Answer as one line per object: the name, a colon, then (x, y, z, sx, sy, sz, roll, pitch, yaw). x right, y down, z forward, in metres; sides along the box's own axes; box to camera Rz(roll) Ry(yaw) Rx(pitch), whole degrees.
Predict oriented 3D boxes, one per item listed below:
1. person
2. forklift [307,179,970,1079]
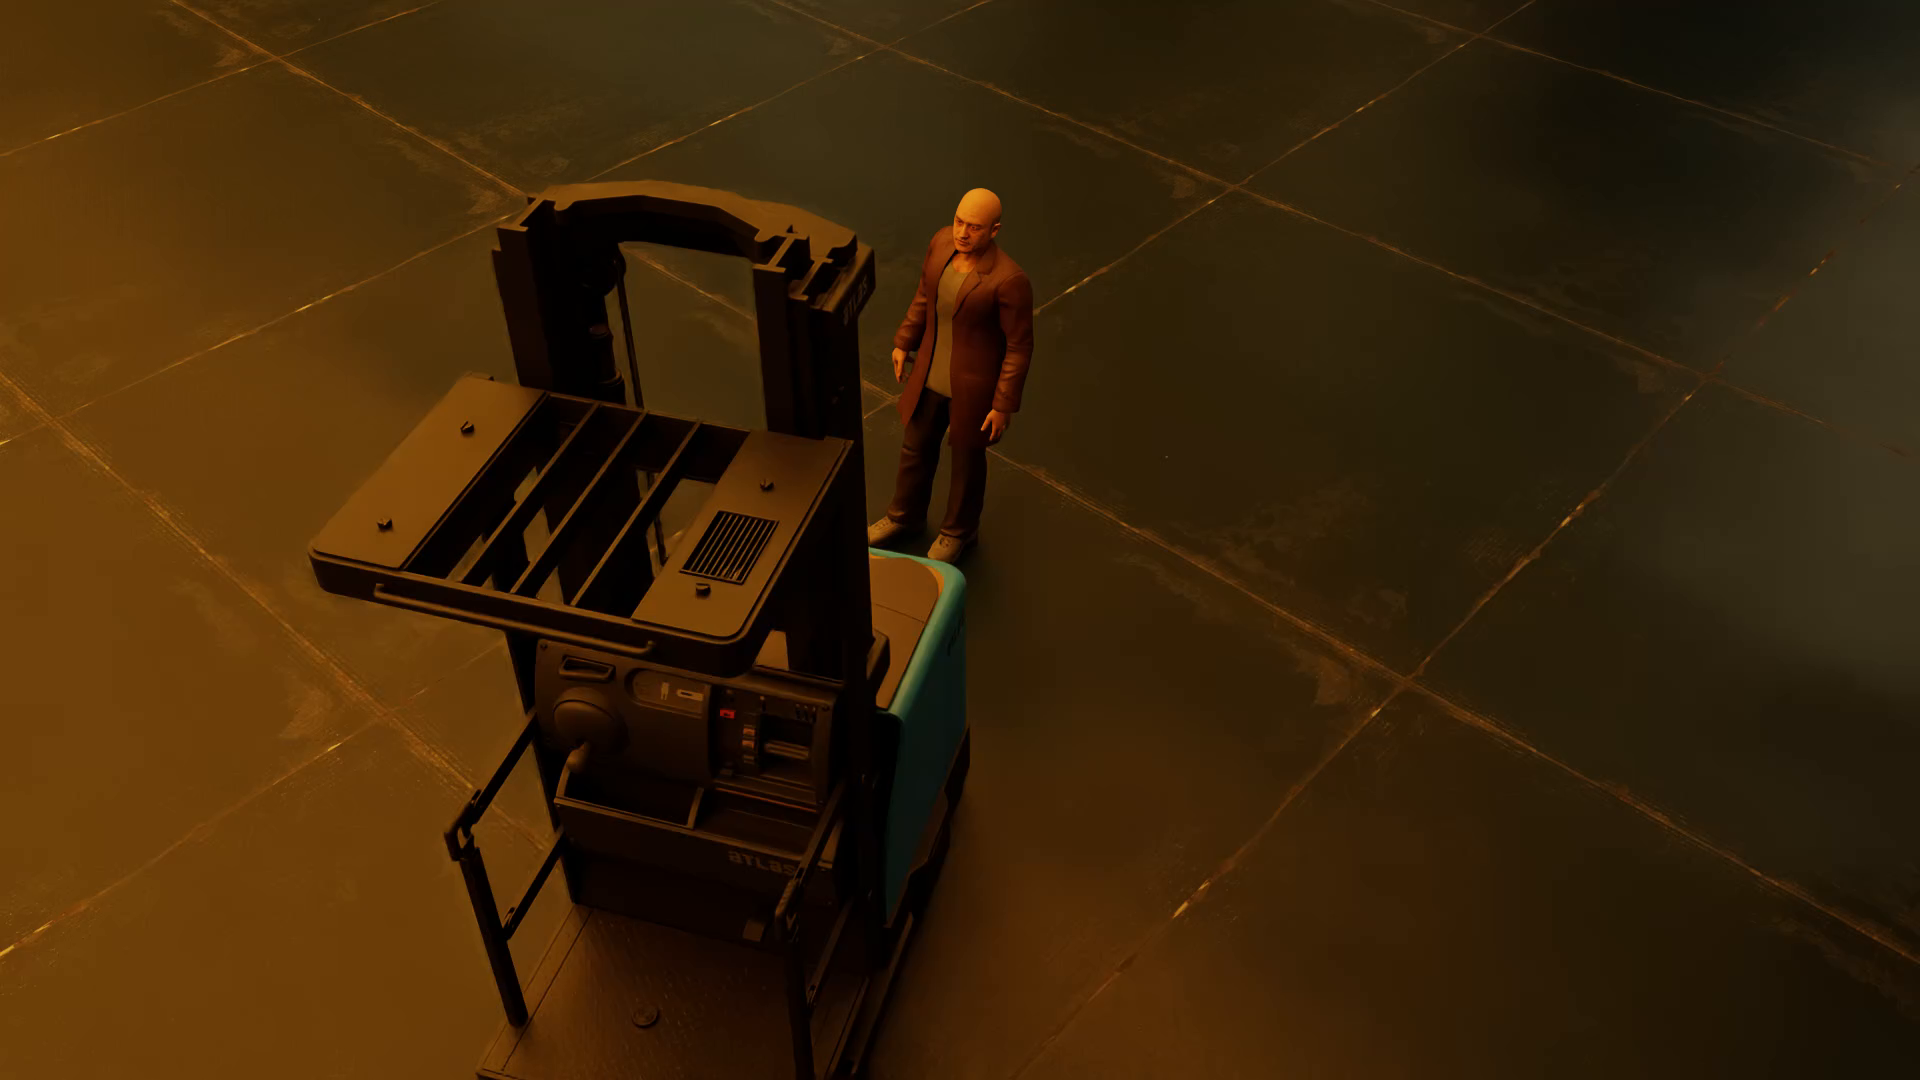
person: (-0.065, -0.639, 7.047, 0.696, 1.775, 0.582, 31, 49, 31)
forklift: (-0.868, 0.623, 4.702, 1.130, 2.935, 3.031, 11, 42, 12)
